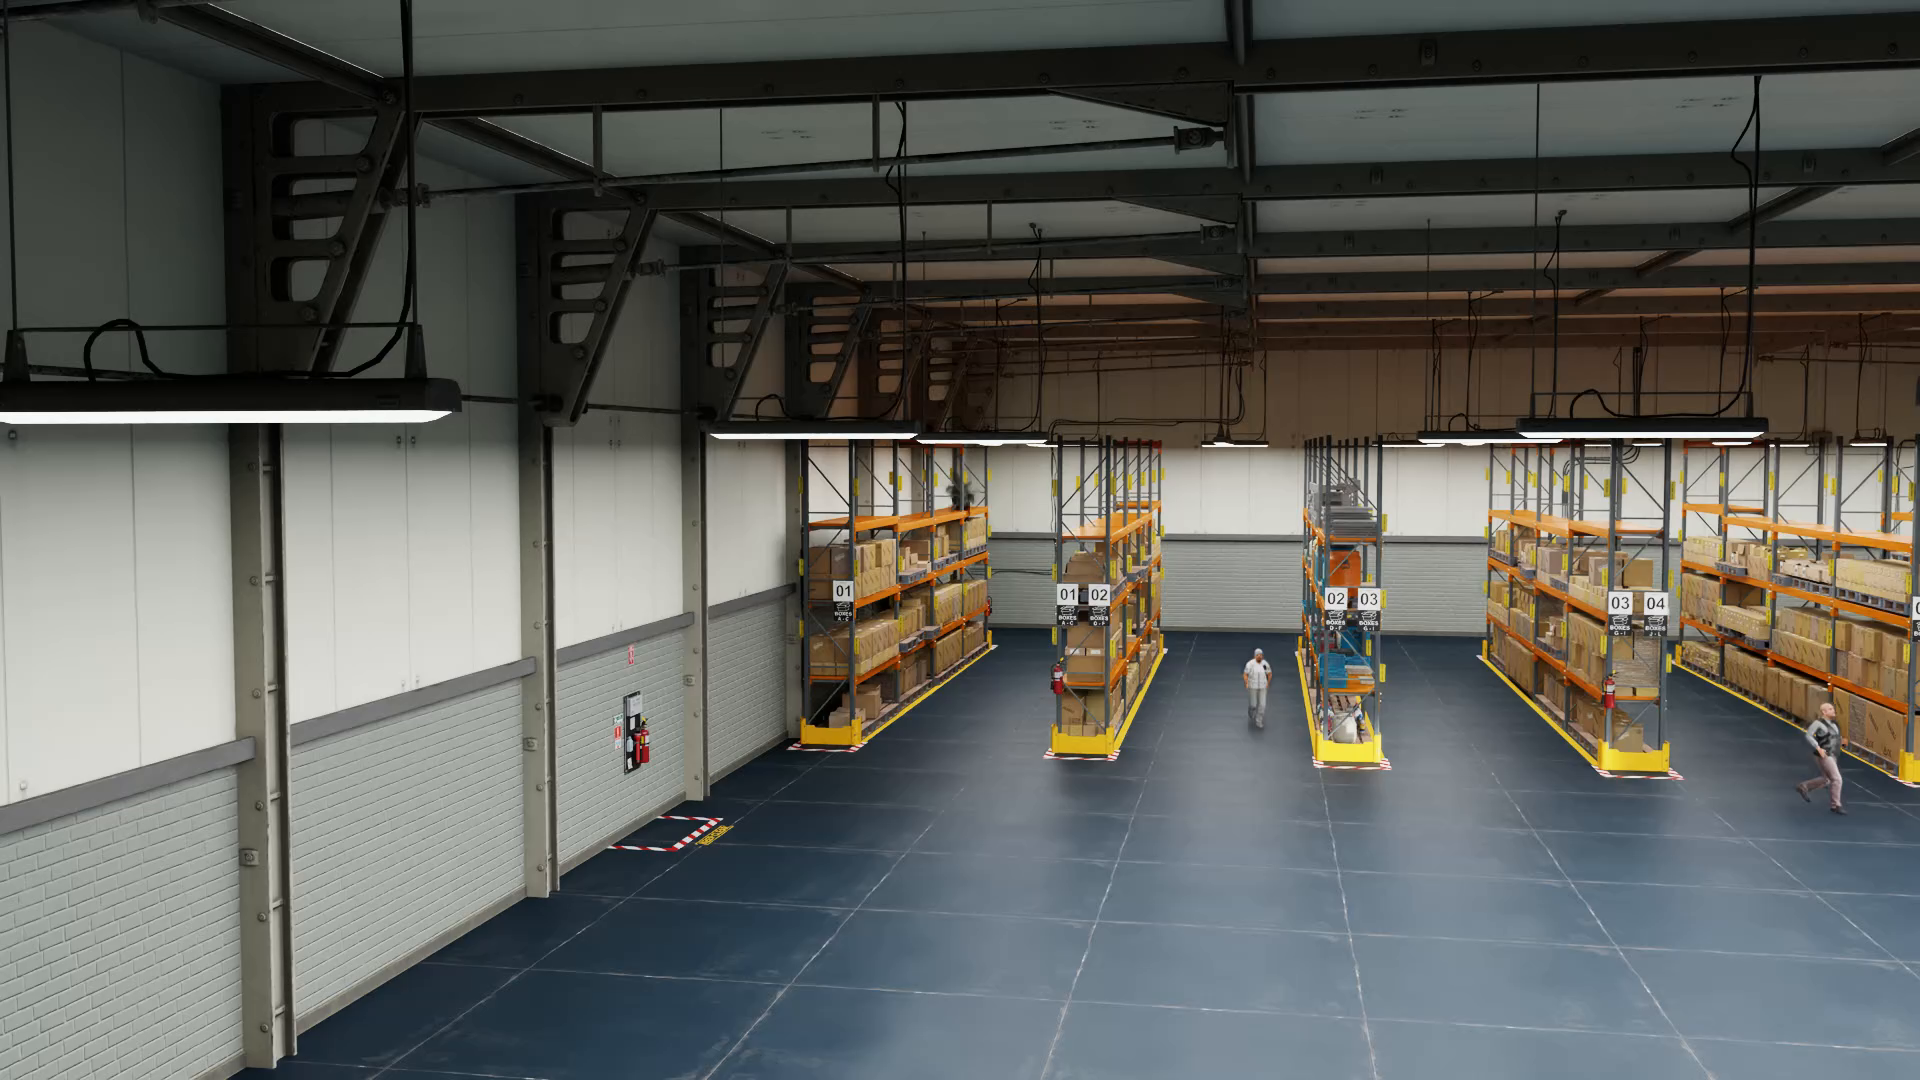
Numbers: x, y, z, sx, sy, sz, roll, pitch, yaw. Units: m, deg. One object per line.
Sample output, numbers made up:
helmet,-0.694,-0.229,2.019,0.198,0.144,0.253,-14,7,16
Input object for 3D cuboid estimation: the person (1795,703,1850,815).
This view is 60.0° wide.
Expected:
person,13.714,3.444,26.384,0.653,1.726,0.850,-3,4,-40

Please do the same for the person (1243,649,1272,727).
person,6.188,3.054,34.581,0.593,1.619,0.586,0,3,2

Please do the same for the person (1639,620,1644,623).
person,18.736,2.401,45.302,0.900,1.731,0.721,-1,3,-20
